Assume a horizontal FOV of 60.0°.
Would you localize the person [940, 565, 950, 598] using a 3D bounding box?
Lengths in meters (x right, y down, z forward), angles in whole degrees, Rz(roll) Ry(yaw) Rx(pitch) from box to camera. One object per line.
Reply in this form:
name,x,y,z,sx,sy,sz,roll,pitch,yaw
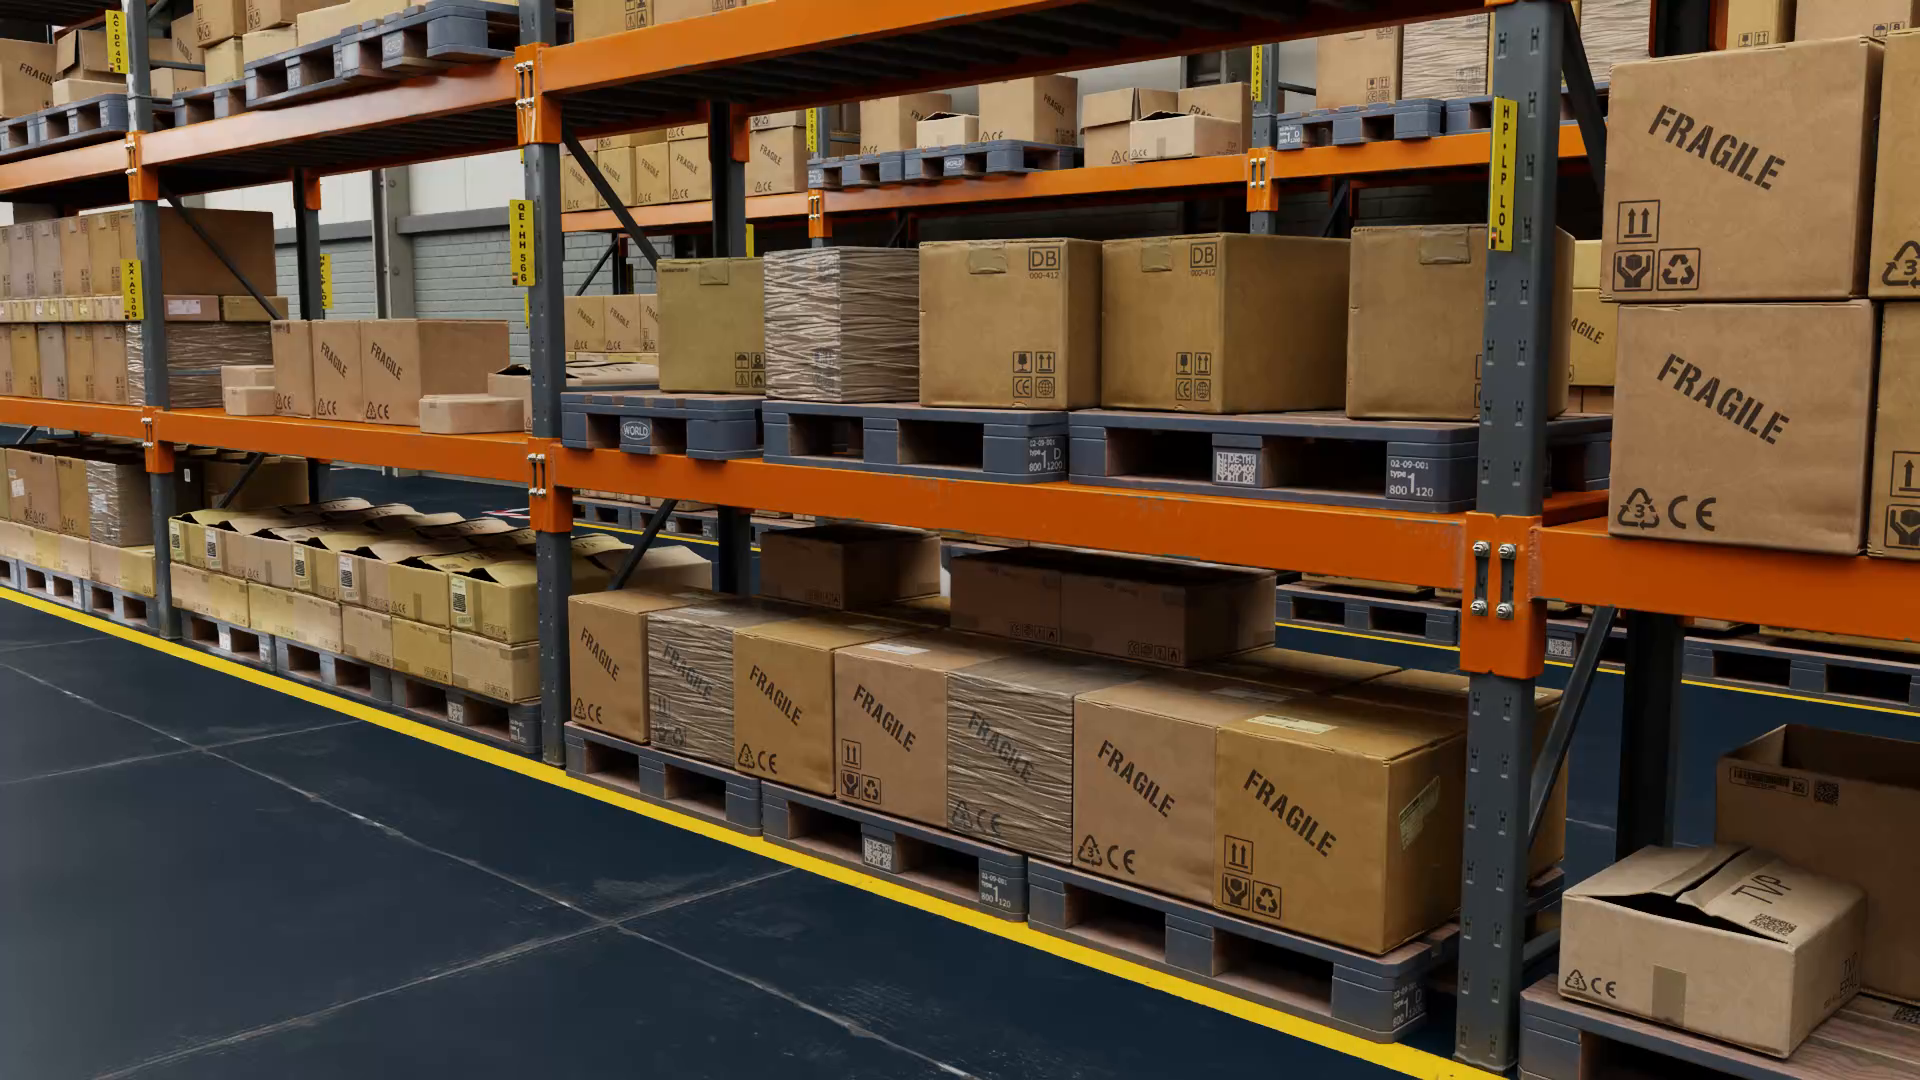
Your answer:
person,-0.386,0.346,8.614,0.832,0.802,0.463,7,10,43
